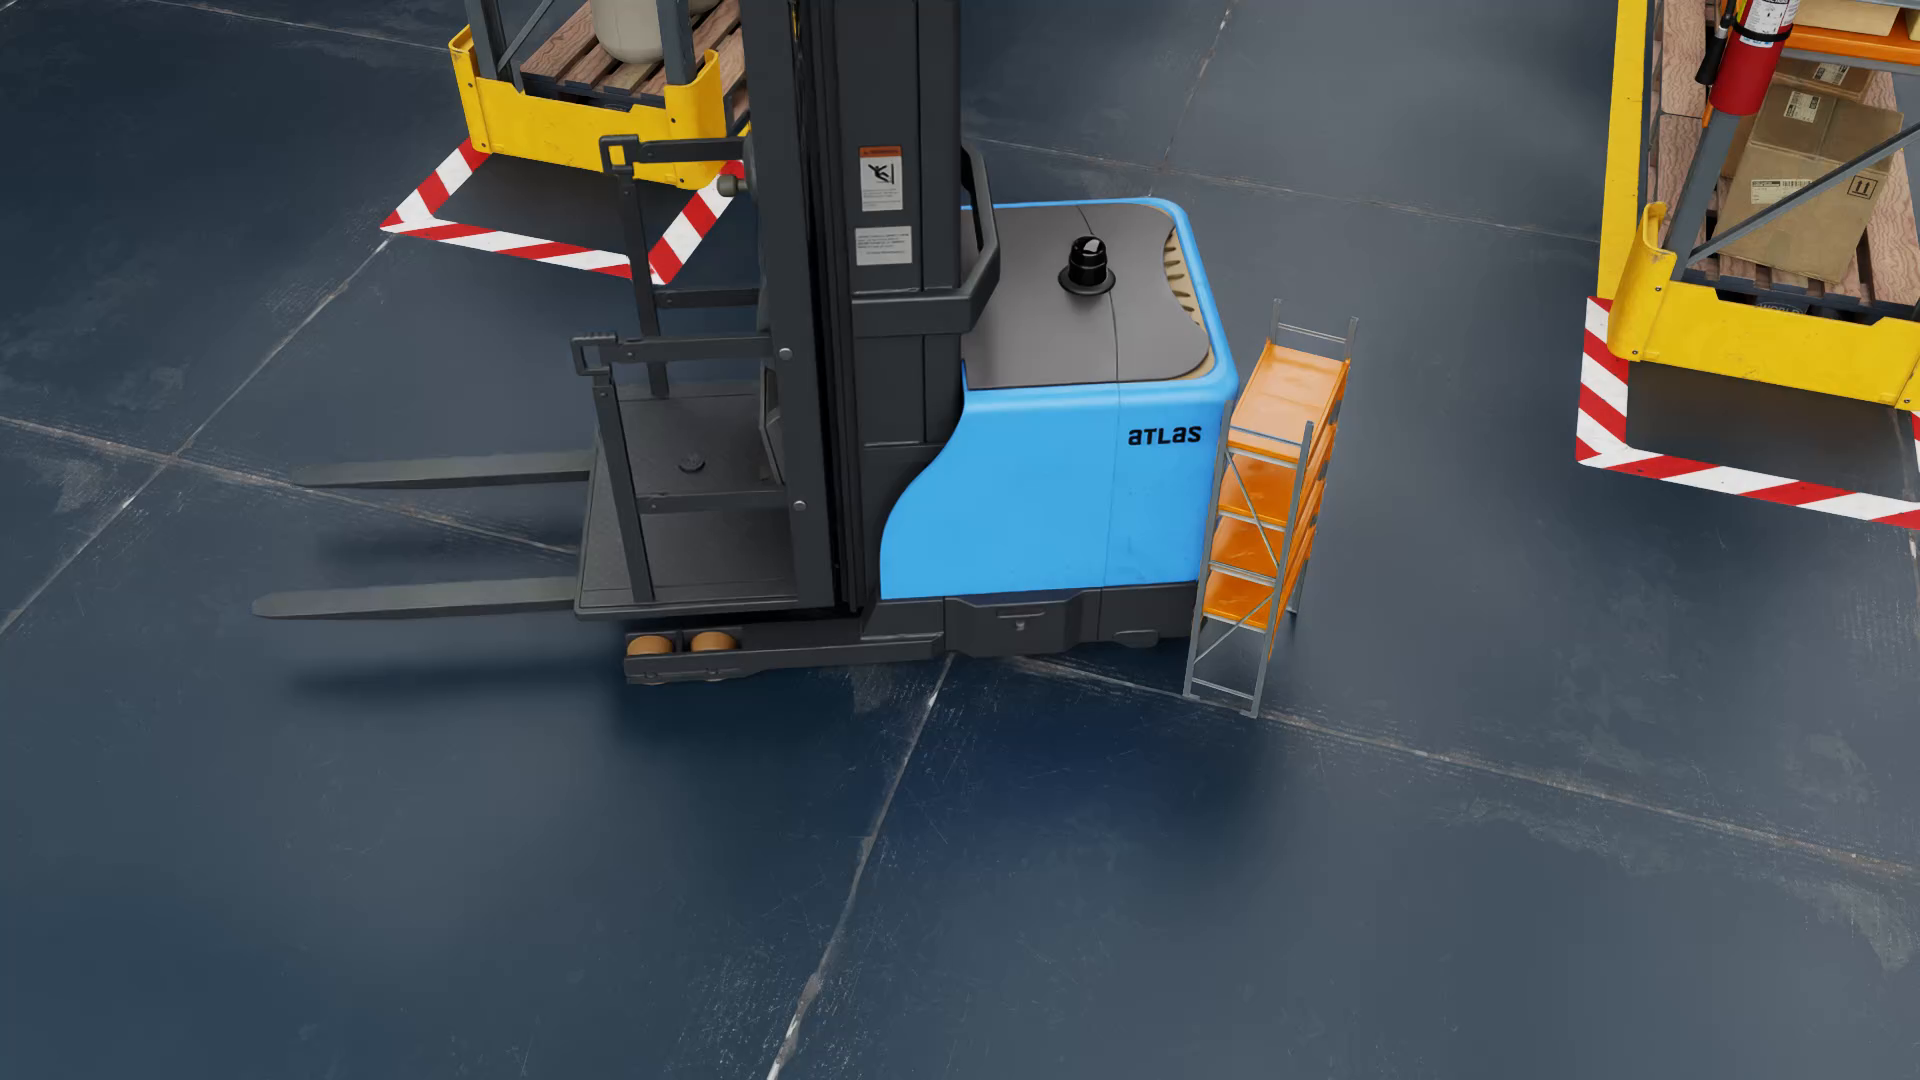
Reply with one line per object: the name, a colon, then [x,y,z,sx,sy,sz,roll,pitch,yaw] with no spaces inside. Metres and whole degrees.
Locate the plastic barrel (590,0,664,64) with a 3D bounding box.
plastic barrel: [-1.487,-2.496,7.634,0.421,0.512,0.421,0,44,0]

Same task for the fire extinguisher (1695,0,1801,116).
fire extinguisher: [2.633,-1.725,5.423,0.296,0.674,0.183,13,46,13]

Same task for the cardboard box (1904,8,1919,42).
cardboard box: [3.421,-1.781,5.605,0.380,0.149,0.250,13,46,13]

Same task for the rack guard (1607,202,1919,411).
rack guard: [3.130,-0.888,6.300,1.175,0.500,0.348,13,46,13]

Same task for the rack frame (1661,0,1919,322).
rack frame: [3.107,-1.731,5.374,1.000,3.000,0.127,13,46,13]

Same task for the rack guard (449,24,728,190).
rack guard: [-1.635,-1.947,7.383,1.175,0.500,0.348,13,46,13]

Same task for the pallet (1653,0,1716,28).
pallet: [4.149,-2.945,8.609,1.003,0.211,1.213,13,46,13]

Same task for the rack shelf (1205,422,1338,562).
rack shelf: [0.911,-0.177,4.850,0.258,0.148,0.480,17,47,16]

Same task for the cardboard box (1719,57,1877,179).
cardboard box: [3.460,-1.806,6.938,0.500,0.500,0.500,24,49,23]

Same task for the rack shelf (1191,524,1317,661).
rack shelf: [0.911,0.125,5.145,0.258,0.148,0.480,17,47,16]

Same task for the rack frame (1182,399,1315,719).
rack frame: [0.815,0.092,4.799,0.240,1.200,0.015,17,47,16]

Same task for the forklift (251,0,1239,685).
forklift: [-0.735,-0.974,4.649,3.031,2.935,1.130,-3,44,-3]

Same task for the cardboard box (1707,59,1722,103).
cardboard box: [3.668,-2.219,7.360,0.500,0.500,0.500,17,47,16]

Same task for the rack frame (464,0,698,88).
rack frame: [-1.613,-2.780,6.446,1.000,3.000,0.127,13,46,13]

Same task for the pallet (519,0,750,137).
pallet: [-1.384,-2.384,8.036,1.003,0.211,1.213,13,46,13]

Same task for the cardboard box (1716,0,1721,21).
cardboard box: [3.880,-2.582,7.731,0.500,0.500,0.500,9,45,9]

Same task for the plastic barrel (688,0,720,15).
plastic barrel: [-1.335,-2.830,7.976,0.421,0.512,0.421,0,44,0]

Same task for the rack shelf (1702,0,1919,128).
rack shelf: [3.713,-2.807,6.988,1.077,0.370,4.000,13,46,13]

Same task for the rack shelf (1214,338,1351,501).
rack shelf: [0.911,-0.346,4.684,0.258,0.148,0.480,17,47,16]

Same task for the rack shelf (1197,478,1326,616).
rack shelf: [0.911,-0.017,5.006,0.258,0.148,0.480,17,47,16]

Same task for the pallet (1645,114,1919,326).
pallet: [3.410,-1.319,6.947,1.003,0.211,1.213,13,46,13]

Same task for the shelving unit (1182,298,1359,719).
shelving unit: [0.911,-0.065,4.959,0.258,1.200,0.503,17,47,16]

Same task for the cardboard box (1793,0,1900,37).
cardboard box: [2.997,-1.875,5.701,0.380,0.149,0.250,13,46,13]

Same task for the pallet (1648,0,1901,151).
pallet: [3.781,-2.130,7.775,1.003,0.211,1.213,13,46,13]

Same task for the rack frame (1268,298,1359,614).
rack frame: [1.007,-0.222,5.119,0.240,1.200,0.015,17,47,16]

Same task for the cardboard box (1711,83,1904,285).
cardboard box: [3.312,-1.400,6.523,0.500,0.500,0.500,21,48,20]
